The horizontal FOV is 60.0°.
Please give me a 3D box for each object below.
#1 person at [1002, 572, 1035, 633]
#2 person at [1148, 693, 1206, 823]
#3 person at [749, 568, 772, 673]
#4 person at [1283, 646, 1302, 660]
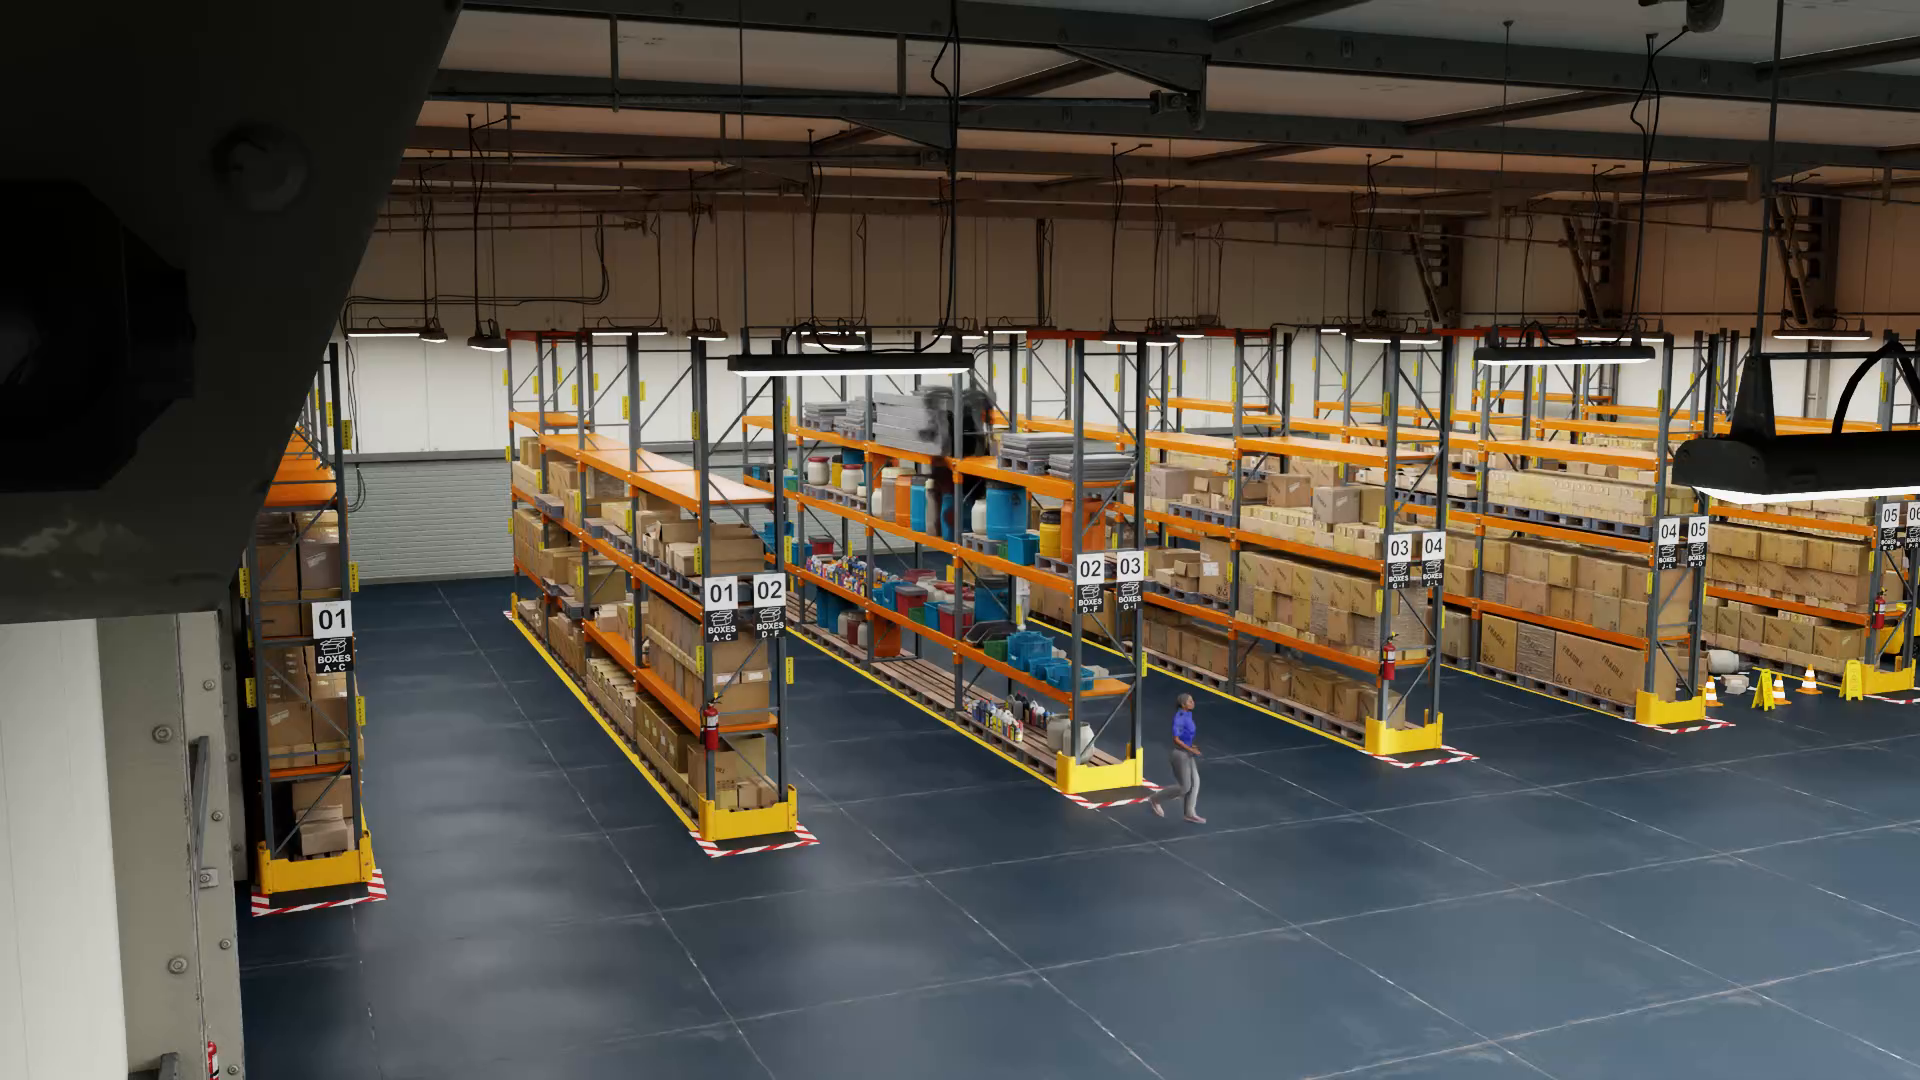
[{"bbox_3d":[1.152,1.077,32.134,0.667,1.768,0.963,-4,9,-28],"label":"person"},{"bbox_3d":[2.733,2.720,20.798,0.717,1.640,0.602,2,8,15],"label":"person"},{"bbox_3d":[-3.519,1.398,29.740,0.703,1.805,1.041,-4,9,-27],"label":"person"},{"bbox_3d":[6.183,1.369,30.116,0.723,1.710,0.780,-3,8,-23],"label":"person"}]
